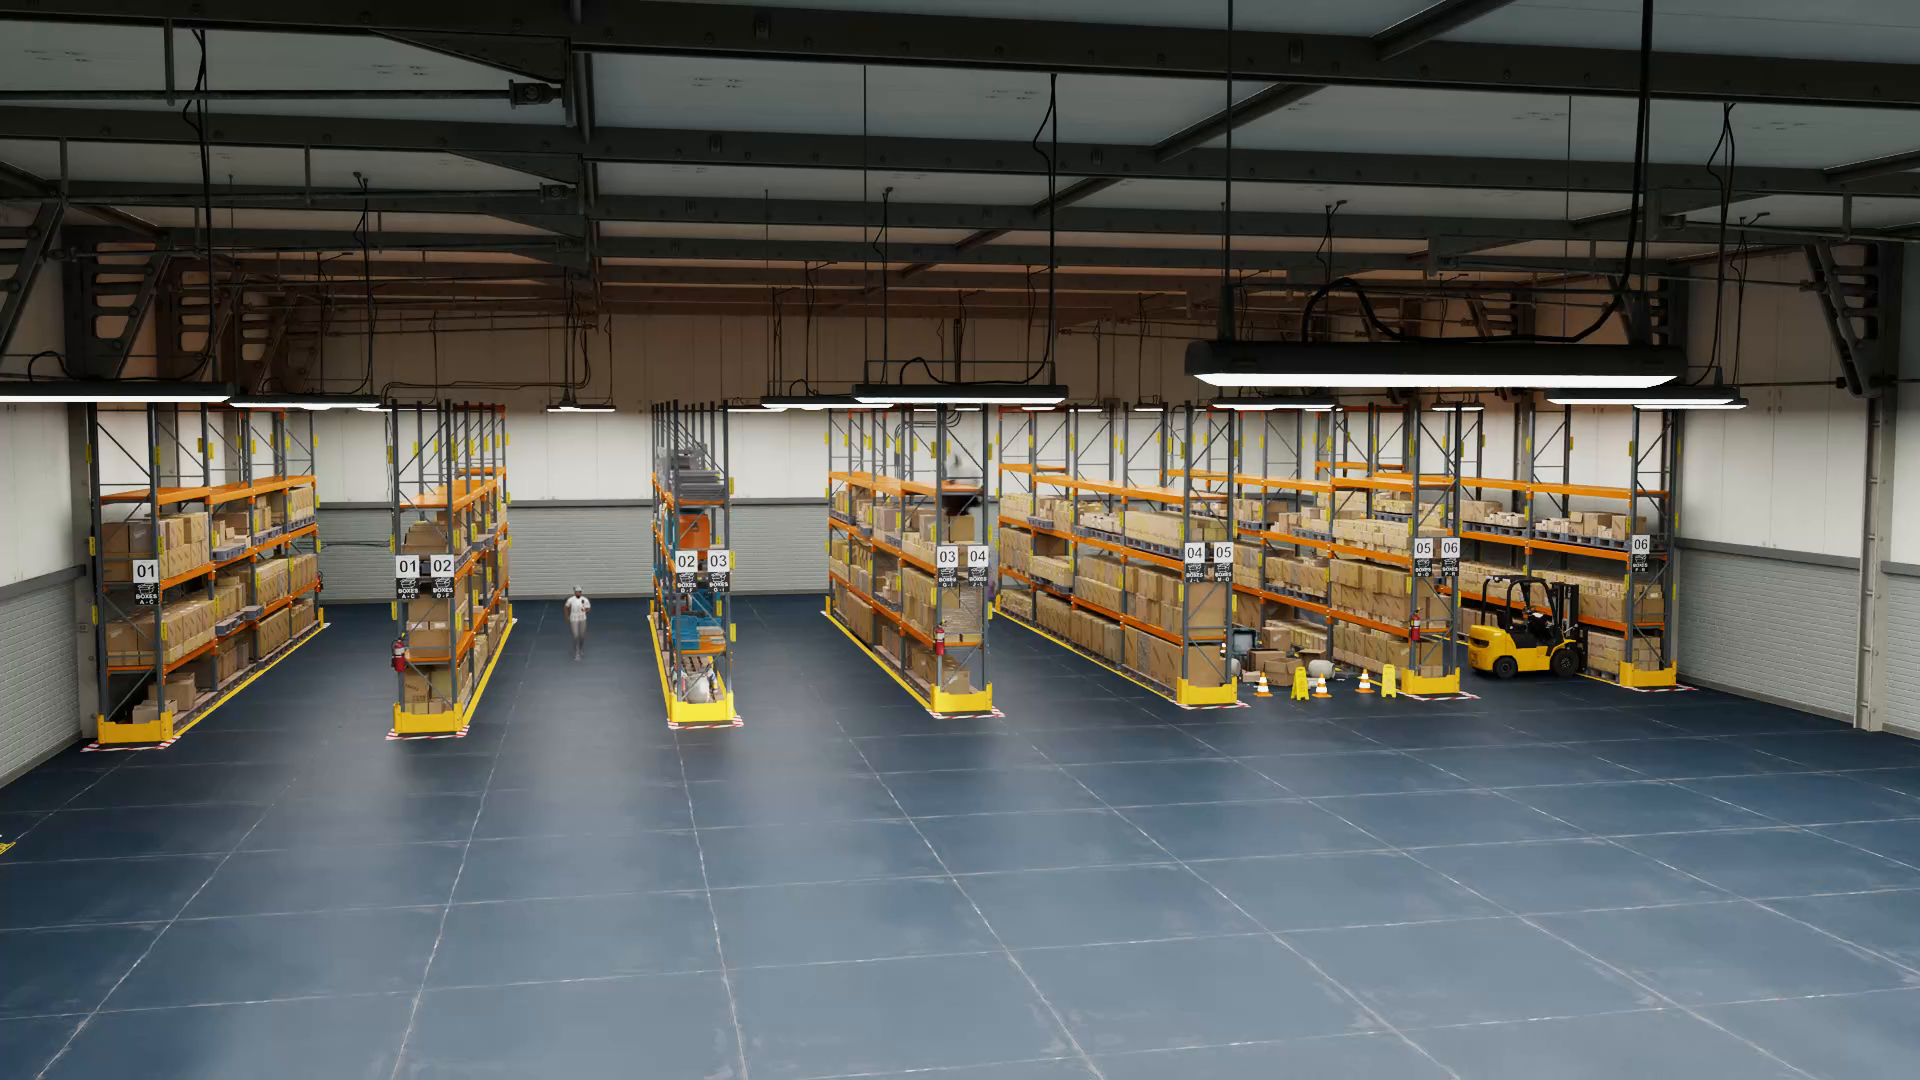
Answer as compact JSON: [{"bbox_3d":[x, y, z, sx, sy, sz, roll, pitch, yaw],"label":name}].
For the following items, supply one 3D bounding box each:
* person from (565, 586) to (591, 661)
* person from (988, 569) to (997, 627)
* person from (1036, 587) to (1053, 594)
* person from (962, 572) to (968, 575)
[{"bbox_3d":[-8.959,1.919,39.042,0.562,1.721,0.885,-2,5,-23],"label":"person"},{"bbox_3d":[0.747,1.567,44.968,0.532,1.572,0.586,-1,4,-12],"label":"person"},{"bbox_3d":[2.547,1.111,50.189,0.647,1.699,0.662,-1,4,-12],"label":"person"},{"bbox_3d":[0.253,1.221,48.954,0.871,1.674,0.602,-4,6,-40],"label":"person"}]
